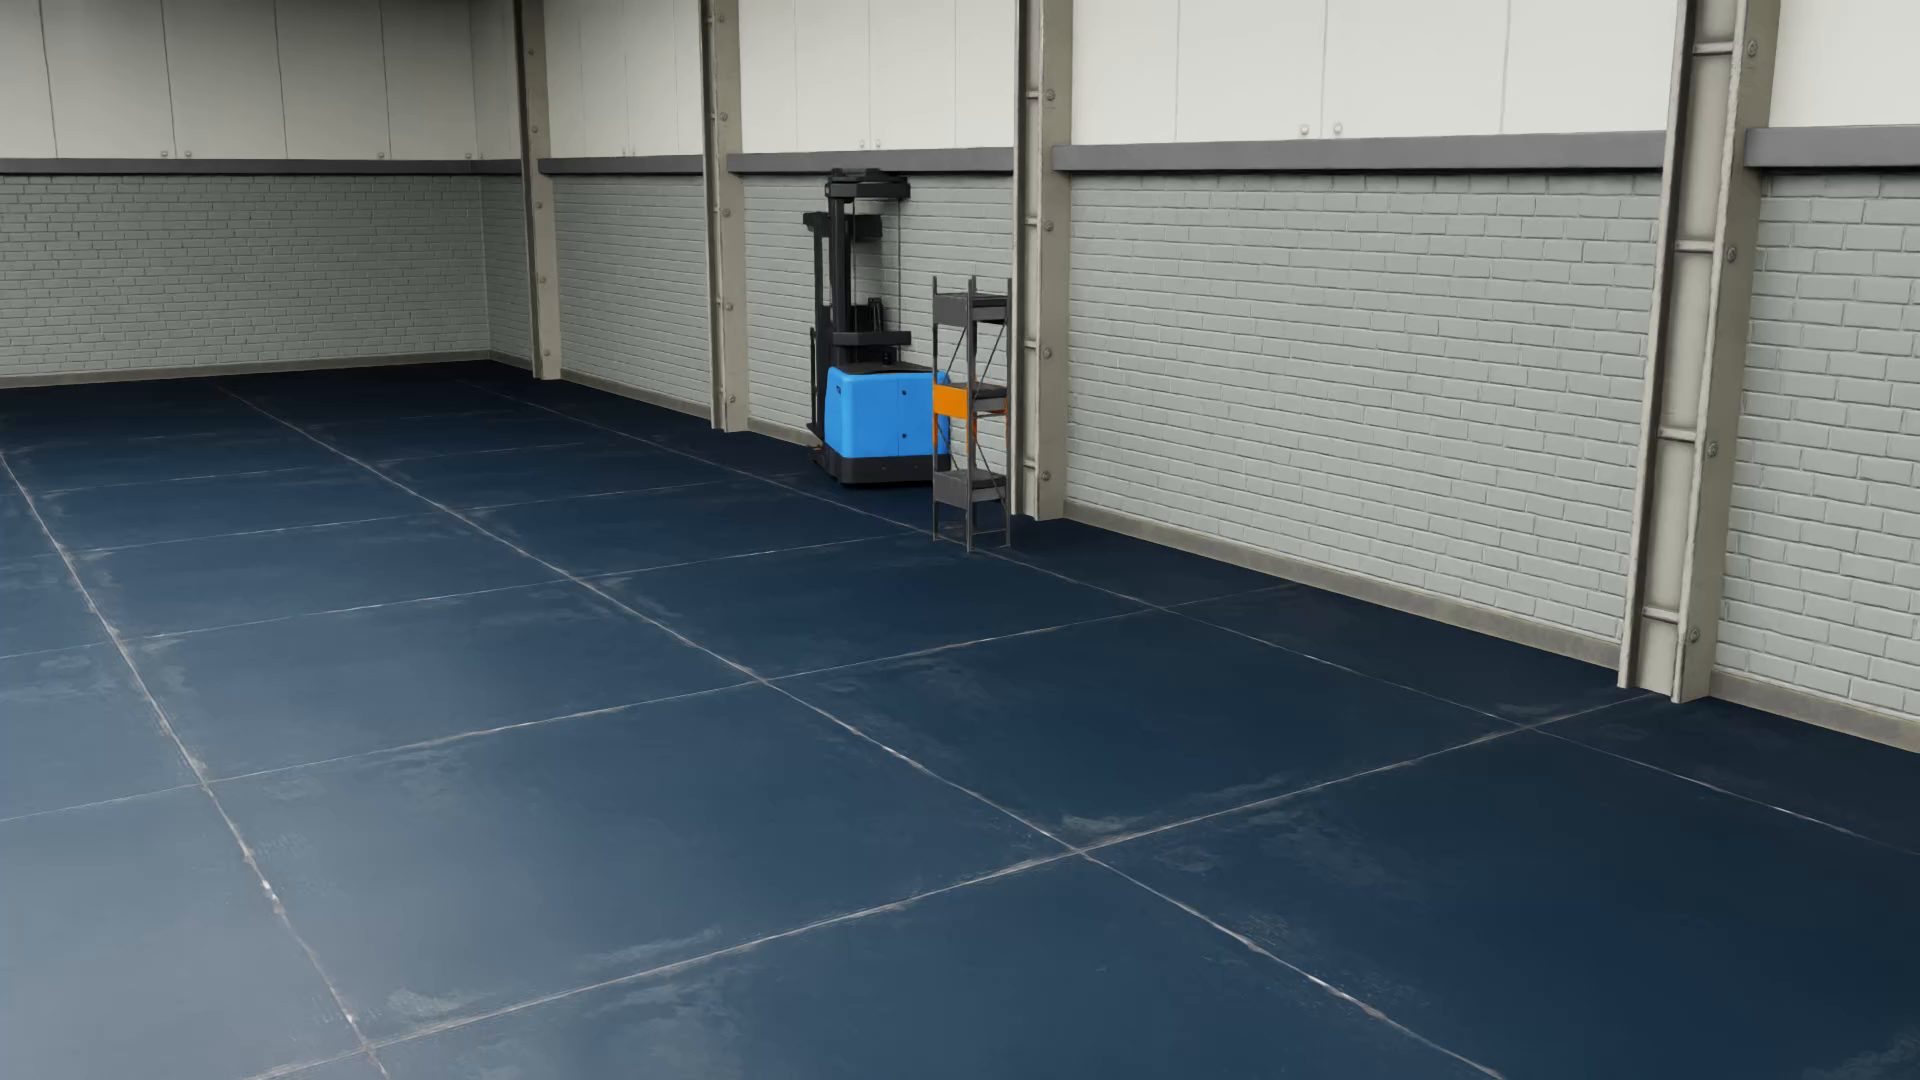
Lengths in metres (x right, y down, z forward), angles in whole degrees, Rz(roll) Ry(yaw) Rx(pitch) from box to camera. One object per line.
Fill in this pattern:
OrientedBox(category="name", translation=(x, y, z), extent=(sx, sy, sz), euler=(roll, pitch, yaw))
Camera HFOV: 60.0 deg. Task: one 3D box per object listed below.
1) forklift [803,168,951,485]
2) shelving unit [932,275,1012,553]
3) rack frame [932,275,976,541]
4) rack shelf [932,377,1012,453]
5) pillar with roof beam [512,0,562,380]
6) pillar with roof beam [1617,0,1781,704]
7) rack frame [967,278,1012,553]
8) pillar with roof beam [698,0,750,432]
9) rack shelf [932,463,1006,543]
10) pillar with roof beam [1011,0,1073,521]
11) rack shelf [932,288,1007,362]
OrientedBox(category="forklift", translation=(-0.948, -2.220, 16.651), extent=(1.130, 2.935, 3.031), euler=(-3, 13, -14))
OrientedBox(category="shelving unit", translation=(0.092, -0.996, 13.003), extent=(0.431, 2.100, 0.503), euler=(-8, 15, -33))
OrientedBox(category="rack frame", translation=(-0.043, -1.040, 13.201), extent=(0.400, 2.100, 0.015), euler=(-8, 15, -33))
OrientedBox(category="rack shelf", translation=(0.092, -0.983, 13.006), extent=(0.431, 0.518, 0.480), euler=(-8, 15, -33))
OrientedBox(category="pillar with roof beam", translation=(-9.554, -6.234, 20.803), extent=(9.100, 9.000, 0.400), euler=(-8, 15, -33))
OrientedBox(category="pillar with roof beam", translation=(0.418, -3.032, 6.164), extent=(9.100, 9.000, 0.400), euler=(-8, 15, -33))
OrientedBox(category="rack frame", translation=(0.227, -0.953, 12.804), extent=(0.400, 2.100, 0.015), euler=(-8, 15, -33))
OrientedBox(category="pillar with roof beam", translation=(-6.230, -5.166, 15.923), extent=(9.100, 9.000, 0.400), euler=(-8, 15, -33))
OrientedBox(category="rack shelf", translation=(0.092, -0.299, 13.155), extent=(0.431, 0.518, 0.480), euler=(-8, 15, -33))
OrientedBox(category="pillar with roof beam", translation=(-2.906, -4.099, 11.044), extent=(9.100, 9.000, 0.400), euler=(-8, 15, -33))
OrientedBox(category="rack shelf", translation=(0.092, -1.667, 12.856), extent=(0.431, 0.518, 0.480), euler=(-8, 15, -33))
